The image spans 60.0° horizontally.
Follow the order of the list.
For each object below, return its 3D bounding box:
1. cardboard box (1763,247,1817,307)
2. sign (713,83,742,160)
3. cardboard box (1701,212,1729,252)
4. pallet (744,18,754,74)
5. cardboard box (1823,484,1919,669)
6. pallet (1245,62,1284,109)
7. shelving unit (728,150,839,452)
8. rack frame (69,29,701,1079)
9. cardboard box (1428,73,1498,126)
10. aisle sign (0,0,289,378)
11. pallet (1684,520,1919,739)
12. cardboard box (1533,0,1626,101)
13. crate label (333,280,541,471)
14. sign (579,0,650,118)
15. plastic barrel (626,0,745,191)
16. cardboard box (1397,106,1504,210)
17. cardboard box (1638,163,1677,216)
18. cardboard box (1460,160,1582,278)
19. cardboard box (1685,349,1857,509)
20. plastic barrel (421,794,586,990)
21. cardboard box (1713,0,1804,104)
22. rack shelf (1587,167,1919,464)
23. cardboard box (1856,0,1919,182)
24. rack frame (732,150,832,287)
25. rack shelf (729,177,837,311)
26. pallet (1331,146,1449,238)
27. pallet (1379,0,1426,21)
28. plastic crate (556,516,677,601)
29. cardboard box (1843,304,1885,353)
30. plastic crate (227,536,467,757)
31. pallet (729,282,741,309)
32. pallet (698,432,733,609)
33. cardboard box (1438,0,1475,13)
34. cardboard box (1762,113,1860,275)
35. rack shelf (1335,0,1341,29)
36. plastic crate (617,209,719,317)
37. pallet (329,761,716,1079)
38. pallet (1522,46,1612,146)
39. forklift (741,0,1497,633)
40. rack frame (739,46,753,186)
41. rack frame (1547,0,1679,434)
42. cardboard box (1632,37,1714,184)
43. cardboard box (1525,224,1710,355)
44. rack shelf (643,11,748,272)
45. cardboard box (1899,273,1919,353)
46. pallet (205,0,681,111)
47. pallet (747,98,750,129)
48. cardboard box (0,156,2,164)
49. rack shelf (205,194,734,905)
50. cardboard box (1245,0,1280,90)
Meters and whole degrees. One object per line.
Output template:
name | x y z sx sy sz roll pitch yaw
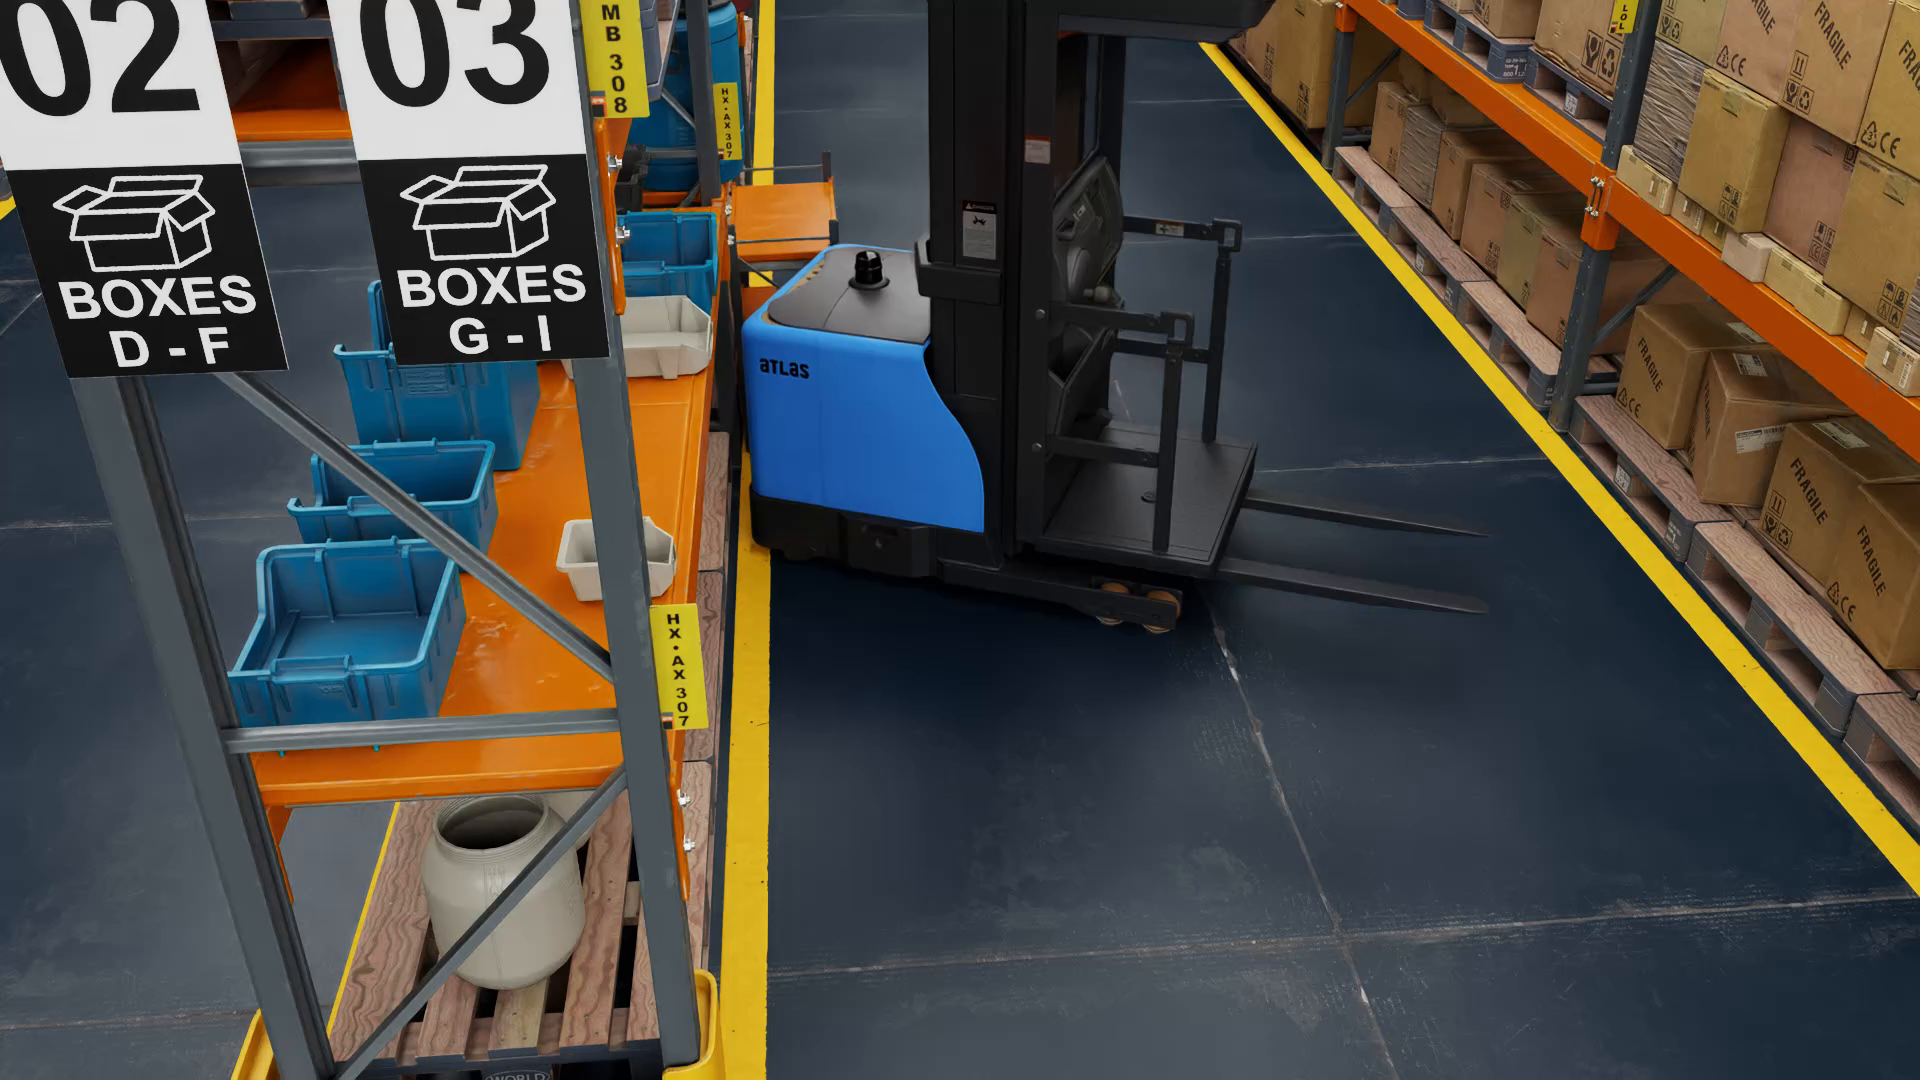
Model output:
cardboard box | 3.266 -0.990 6.228 0.380 0.149 0.250 -3 31 -5
sign | -0.979 -1.762 7.004 0.100 0.325 0.005 -3 31 -5
cardboard box | 3.219 -1.246 6.655 0.380 0.149 0.250 -3 31 -5
pallet | -2.244 -4.113 13.931 1.003 0.211 1.213 -3 31 -5
cardboard box | 3.606 0.132 6.132 0.500 0.500 0.500 0 31 0
pallet | 2.921 -3.732 13.292 1.003 0.211 1.213 -3 31 -5
shelving unit | -0.835 -1.184 8.123 0.538 1.125 1.048 -4 31 -5
rack frame | -1.154 0.420 3.622 1.000 3.000 0.127 -3 31 -5
cardboard box | 3.182 -2.728 10.170 0.500 0.250 0.500 1 31 1
aisle sign | -1.443 -0.645 2.870 0.394 0.787 0.004 -3 31 -5
pallet | 3.619 0.303 6.537 1.003 0.211 1.213 -3 31 -5
cardboard box | 3.469 -2.710 7.867 1.000 1.000 1.000 -3 31 -4
crate label | -1.595 -0.522 5.164 0.502 0.435 0.616 -3 31 -5
sign | -0.606 -0.896 2.891 0.100 0.325 0.005 -3 31 -5
plastic barrel | -1.262 -2.049 7.267 0.600 0.901 0.708 -3 31 -5
cardboard box | 3.177 -2.394 10.341 0.700 0.500 0.500 -5 31 -9
cardboard box | 3.135 -1.499 7.080 0.380 0.149 0.250 -3 31 -5
cardboard box | 3.289 -1.820 9.380 0.700 0.500 0.500 -5 31 -9
cardboard box | 3.463 -0.468 7.137 0.500 0.500 0.500 7 32 11
plastic barrel | -1.291 0.975 4.708 0.421 0.512 0.421 0 31 0
cardboard box | 3.241 -1.962 6.247 0.500 0.500 0.500 -3 31 -5
rack shelf | 3.591 -0.530 5.913 1.077 0.370 4.000 -3 31 -5
cardboard box | 3.345 -1.452 5.393 0.500 0.500 0.500 -3 31 -5
rack frame | -0.887 -1.442 8.559 0.500 1.125 0.032 -4 31 -5
rack shelf | -0.840 -1.436 7.974 0.538 0.278 1.000 -4 31 -5
pallet | 3.102 -2.305 10.904 1.003 0.211 1.213 -3 31 -5
pallet | 3.203 -3.461 10.306 1.213 0.211 1.003 -3 31 -5
plastic crate | -0.917 0.061 4.480 0.298 0.136 0.250 -3 31 -5
cardboard box | 3.347 -0.737 5.803 0.380 0.149 0.250 -3 31 -5
plastic crate | -1.498 0.243 4.064 0.499 0.251 0.616 -3 31 -5
pallet | -1.757 -1.448 9.469 1.003 0.211 1.213 -3 31 -5
pallet | -1.506 -0.080 7.178 1.003 0.211 1.213 -3 31 -5
cardboard box | 2.958 -3.151 9.337 0.500 0.250 0.500 -4 31 -6
cardboard box | 3.543 -1.290 6.097 0.875 0.500 0.500 -3 31 -5
rack shelf | 2.843 -4.614 12.751 1.077 0.370 4.000 -3 31 -5
plastic crate | -1.154 -1.006 6.155 0.499 0.251 0.616 -3 31 -5
pallet | -1.278 1.166 5.093 1.003 0.211 1.213 -3 31 -5
pallet | 3.477 -2.174 8.152 1.003 0.211 1.213 -3 31 -5
forklift | 0.683 -1.194 6.391 3.031 2.935 1.130 10 32 16
rack frame | -1.901 -3.664 10.460 1.000 3.000 0.127 -3 31 -5
rack frame | 3.404 -1.859 7.438 1.000 3.000 0.127 -3 31 -5
cardboard box | 3.384 -1.797 6.946 0.875 0.500 0.500 -3 31 -5
cardboard box | 3.368 -1.290 8.493 0.700 0.500 0.500 -5 31 -8
rack shelf | -1.714 -2.334 8.935 1.077 0.370 4.000 -3 31 -5
cardboard box | 3.584 -0.777 5.238 0.875 0.500 0.500 -3 31 -5
pallet | -1.134 -1.214 3.616 1.003 0.211 1.213 -3 31 -5
pallet | -2.016 -2.868 11.845 1.003 0.211 1.213 -3 31 -5
cardboard box | -6.591 -2.791 11.006 0.500 0.500 0.500 -1 31 -2
rack shelf | -1.341 -0.292 5.516 1.077 0.370 4.000 -3 31 -5
cardboard box | 2.911 -3.979 12.648 1.225 0.875 0.875 -3 31 -4
